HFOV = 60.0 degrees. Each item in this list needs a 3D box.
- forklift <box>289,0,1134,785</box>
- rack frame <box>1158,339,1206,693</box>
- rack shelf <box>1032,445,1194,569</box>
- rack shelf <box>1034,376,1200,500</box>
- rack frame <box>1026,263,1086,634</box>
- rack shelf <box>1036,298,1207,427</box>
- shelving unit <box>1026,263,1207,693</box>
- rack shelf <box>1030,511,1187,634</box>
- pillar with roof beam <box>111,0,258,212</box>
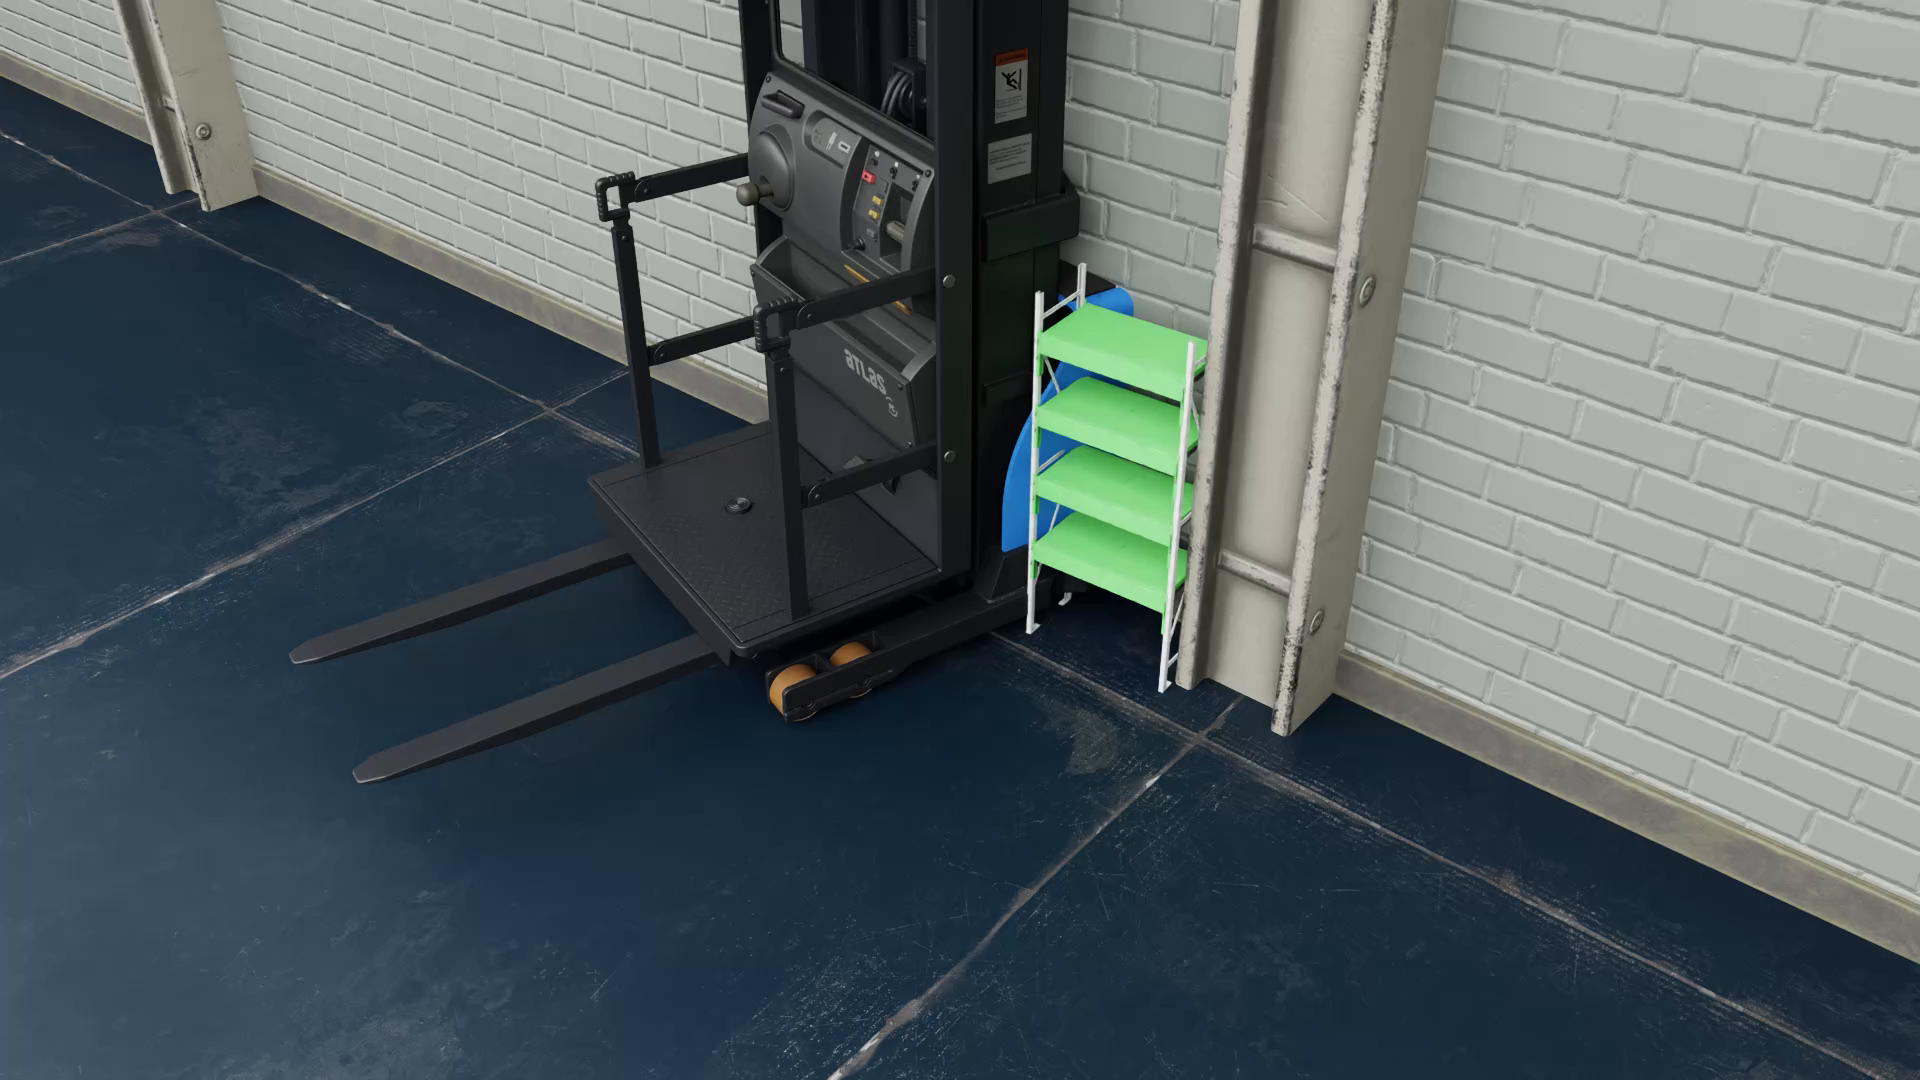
[{"bbox_3d":[-0.524,-1.010,4.632,3.031,2.935,1.130,-21,40,-27],"label":"forklift"},{"bbox_3d":[0.681,-0.083,4.810,0.015,1.200,0.240,23,41,29],"label":"rack frame"},{"bbox_3d":[0.485,-0.113,4.965,0.480,0.148,0.258,23,41,29],"label":"rack shelf"},{"bbox_3d":[0.484,-0.310,4.828,0.480,0.148,0.258,23,41,29],"label":"rack shelf"},{"bbox_3d":[0.288,-0.248,5.047,0.015,1.200,0.240,23,41,29],"label":"rack frame"},{"bbox_3d":[0.484,-0.507,4.690,0.480,0.148,0.258,23,41,29],"label":"rack shelf"},{"bbox_3d":[0.485,-0.166,4.928,0.503,1.200,0.258,23,41,29],"label":"shelving unit"},{"bbox_3d":[0.485,0.084,5.102,0.480,0.148,0.258,23,41,29],"label":"rack shelf"},{"bbox_3d":[-6.457,-3.566,2.994,0.400,9.000,9.100,25,42,32],"label":"pillar with roof beam"}]
